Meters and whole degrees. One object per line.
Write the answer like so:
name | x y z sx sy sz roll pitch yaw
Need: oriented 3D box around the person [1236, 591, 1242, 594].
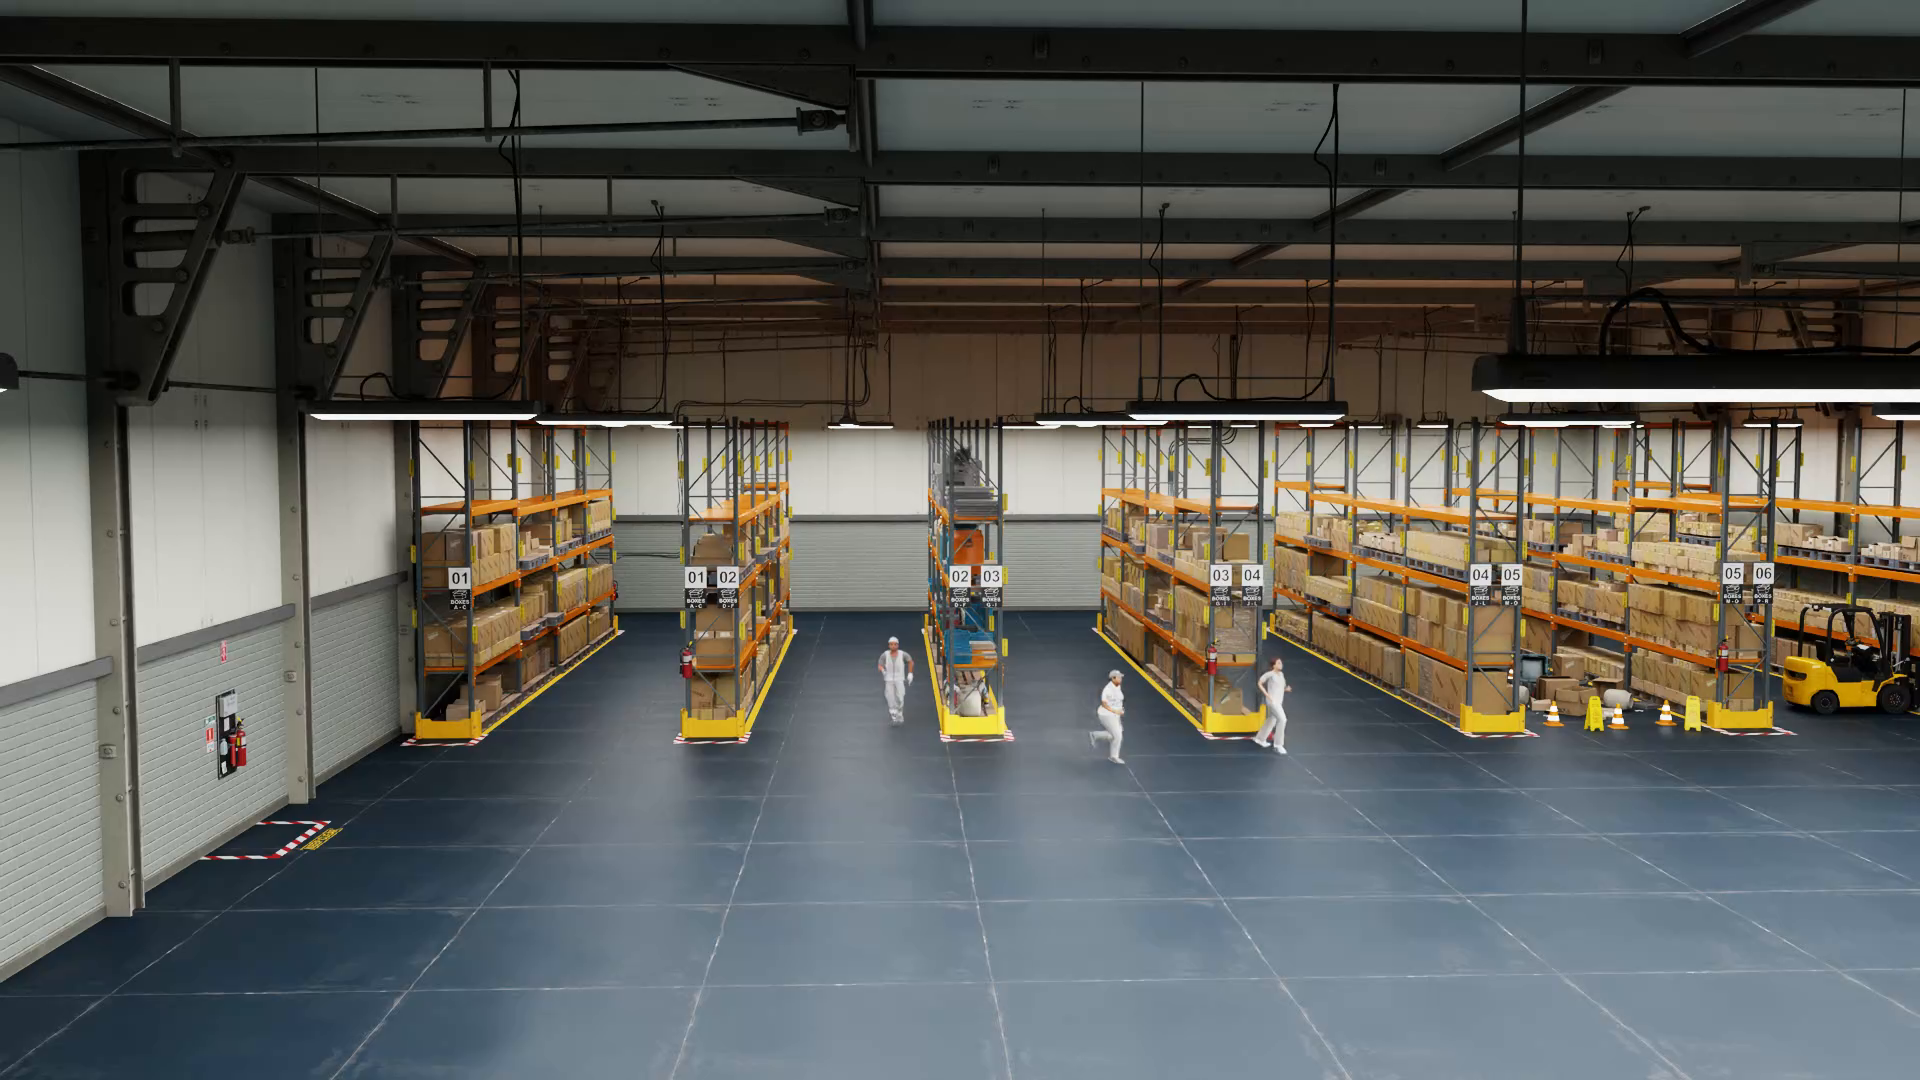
person | 7.796 1.836 46.589 0.616 1.749 0.658 1 4 11

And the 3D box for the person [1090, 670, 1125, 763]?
person | 2.559 3.057 28.860 0.671 1.632 0.636 2 4 25

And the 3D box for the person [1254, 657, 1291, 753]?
person | 5.613 2.943 29.835 0.707 1.714 0.555 3 5 38

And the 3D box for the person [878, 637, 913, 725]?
person | -1.260 2.745 32.267 0.676 1.736 0.721 0 4 3
